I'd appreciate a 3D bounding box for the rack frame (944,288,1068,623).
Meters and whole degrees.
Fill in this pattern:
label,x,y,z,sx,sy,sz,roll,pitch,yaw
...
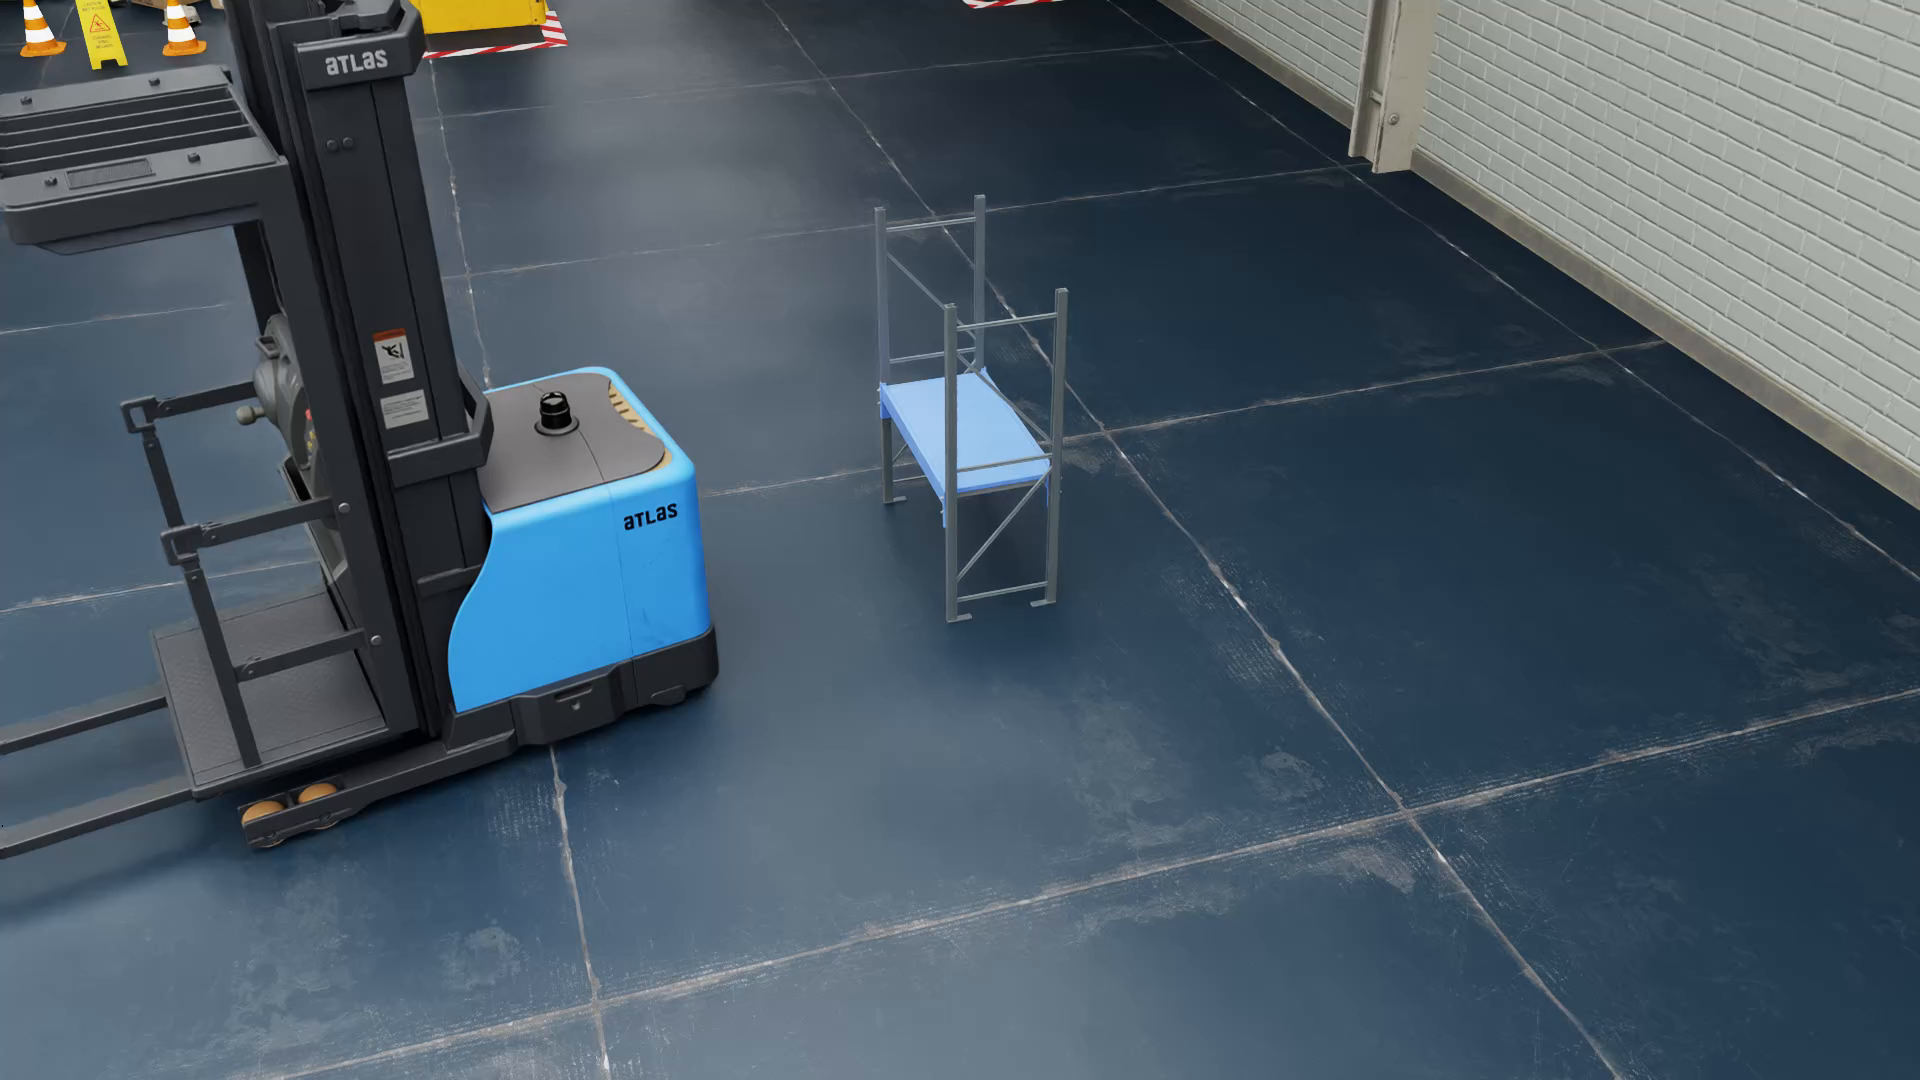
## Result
label,x,y,z,sx,sy,sz,roll,pitch,yaw
rack frame,0.181,-0.314,6.865,0.500,1.500,0.032,-10,35,-15

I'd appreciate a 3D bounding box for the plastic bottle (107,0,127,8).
label,x,y,z,sx,sy,sz,roll,pitch,yaw
plastic bottle,-7.682,-4.905,15.117,0.133,0.061,0.283,-23,40,-31

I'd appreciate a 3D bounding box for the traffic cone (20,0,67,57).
label,x,y,z,sx,sy,sz,roll,pitch,yaw
traffic cone,-7.705,-4.314,13.859,0.336,0.463,0.334,-10,35,-15

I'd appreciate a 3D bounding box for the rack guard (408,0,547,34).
label,x,y,z,sx,sy,sz,roll,pitch,yaw
rack guard,-4.235,-4.737,14.466,1.175,0.500,0.348,-10,35,-15

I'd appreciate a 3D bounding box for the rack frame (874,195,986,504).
label,x,y,z,sx,sy,sz,roll,pitch,yaw
rack frame,-0.129,-0.848,7.673,0.500,1.500,0.032,-10,35,-15

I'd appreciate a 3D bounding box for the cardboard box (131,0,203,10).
label,x,y,z,sx,sy,sz,roll,pitch,yaw
cardboard box,-7.159,-5.195,15.156,0.637,0.503,0.797,19,38,26

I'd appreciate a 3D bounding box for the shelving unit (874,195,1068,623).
label,x,y,z,sx,sy,sz,roll,pitch,yaw
shelving unit,0.026,-0.581,7.269,0.538,1.500,1.048,-10,35,-15

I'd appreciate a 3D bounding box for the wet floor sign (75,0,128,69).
label,x,y,z,sx,sy,sz,roll,pitch,yaw
wet floor sign,-7.001,-4.190,13.506,0.267,0.644,0.232,-16,37,-23

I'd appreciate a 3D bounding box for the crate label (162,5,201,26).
label,x,y,z,sx,sy,sz,roll,pitch,yaw
crate label,-6.824,-4.592,14.575,0.298,0.136,0.250,27,42,34

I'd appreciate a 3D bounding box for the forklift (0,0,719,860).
label,x,y,z,sx,sy,sz,roll,pitch,yaw
forklift,-2.523,-0.438,5.754,3.031,2.935,1.130,-17,37,-24

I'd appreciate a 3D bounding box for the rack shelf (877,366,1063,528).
label,x,y,z,sx,sy,sz,roll,pitch,yaw
rack shelf,0.026,-0.431,7.368,0.538,0.185,1.000,-10,35,-15

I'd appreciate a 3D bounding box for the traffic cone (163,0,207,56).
label,x,y,z,sx,sy,sz,roll,pitch,yaw
traffic cone,-6.525,-4.325,13.876,0.336,0.463,0.334,-10,35,-15

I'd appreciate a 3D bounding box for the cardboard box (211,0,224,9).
label,x,y,z,sx,sy,sz,roll,pitch,yaw
cardboard box,-6.536,-4.899,15.029,0.380,0.149,0.250,7,34,10

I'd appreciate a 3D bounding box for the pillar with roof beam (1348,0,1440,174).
label,x,y,z,sx,sy,sz,roll,pitch,yaw
pillar with roof beam,-1.110,-5.723,8.248,9.100,9.000,0.400,-10,35,-15
